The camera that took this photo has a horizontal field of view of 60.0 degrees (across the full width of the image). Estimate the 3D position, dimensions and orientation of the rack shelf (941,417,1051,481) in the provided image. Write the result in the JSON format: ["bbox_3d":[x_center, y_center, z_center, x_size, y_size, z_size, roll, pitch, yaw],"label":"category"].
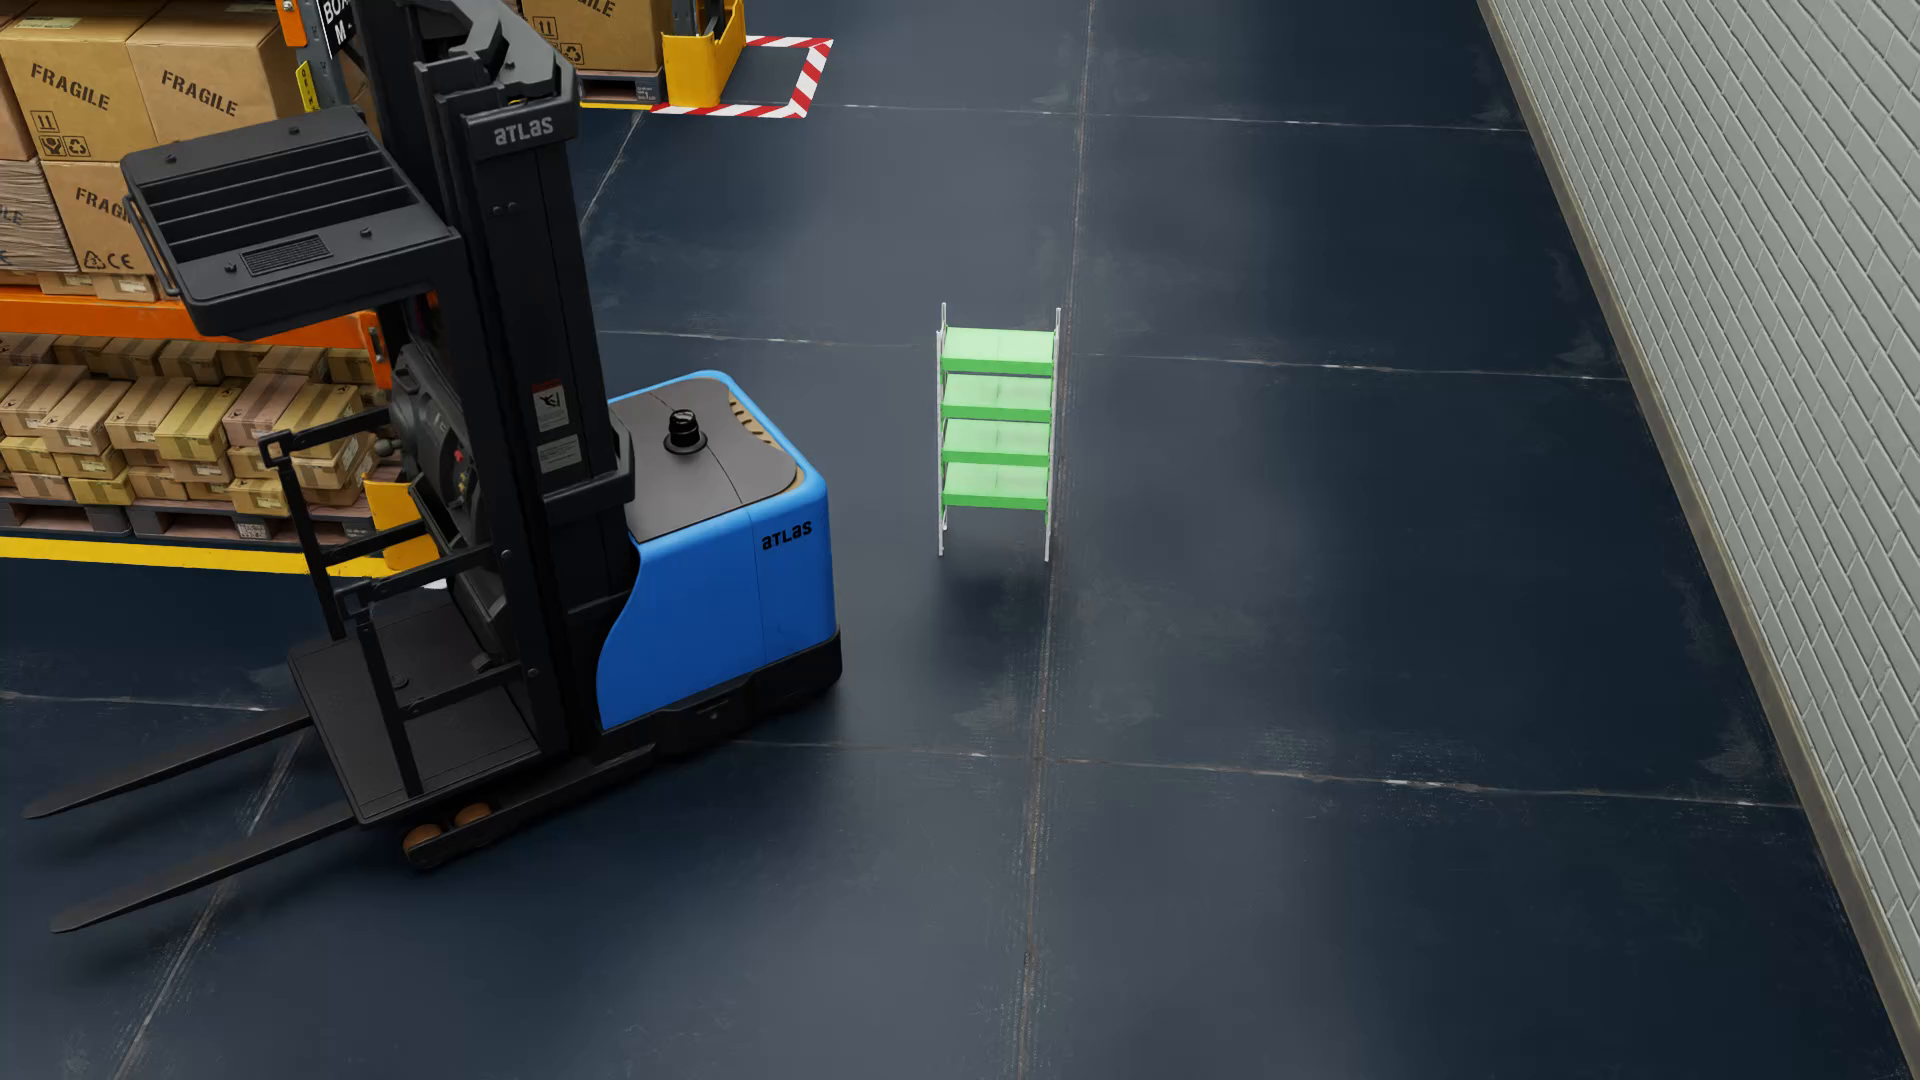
[{"bbox_3d":[0.165,-0.407,7.400,0.480,0.148,0.258,3,39,4],"label":"rack shelf"}]

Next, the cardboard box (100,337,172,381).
[{"bbox_3d":[-3.886,-0.927,7.968,0.250,0.149,0.380,5,39,6],"label":"cardboard box"}]

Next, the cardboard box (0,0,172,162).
[{"bbox_3d":[-3.321,-1.819,6.502,0.500,0.500,0.500,2,39,2],"label":"cardboard box"}]

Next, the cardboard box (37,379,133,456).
[{"bbox_3d":[-3.927,-0.556,7.512,0.250,0.149,0.380,5,39,6],"label":"cardboard box"}]

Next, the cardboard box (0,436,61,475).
[{"bbox_3d":[-4.178,-0.476,7.649,0.250,0.149,0.380,5,39,6],"label":"cardboard box"}]

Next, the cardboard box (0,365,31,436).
[{"bbox_3d":[-4.444,-0.637,7.611,0.250,0.149,0.380,3,39,4],"label":"cardboard box"}]

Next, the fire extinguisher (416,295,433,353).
[{"bbox_3d":[-2.128,-0.903,6.839,0.183,0.674,0.296,3,39,4],"label":"fire extinguisher"}]

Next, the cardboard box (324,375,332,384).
[{"bbox_3d":[-3.107,-0.794,8.040,0.250,0.149,0.380,3,39,4],"label":"cardboard box"}]

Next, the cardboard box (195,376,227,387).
[{"bbox_3d":[-3.604,-0.834,8.089,0.250,0.149,0.380,4,39,5],"label":"cardboard box"}]

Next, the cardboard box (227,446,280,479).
[{"bbox_3d":[-3.145,-0.451,7.618,0.250,0.149,0.380,2,39,3],"label":"cardboard box"}]

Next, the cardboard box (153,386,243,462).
[{"bbox_3d":[-3.402,-0.523,7.470,0.250,0.149,0.380,2,39,3],"label":"cardboard box"}]

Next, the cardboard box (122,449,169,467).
[{"bbox_3d":[-3.666,-0.510,7.690,0.250,0.149,0.380,3,39,3],"label":"cardboard box"}]

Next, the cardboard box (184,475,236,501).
[{"bbox_3d":[-3.402,-0.355,7.735,0.250,0.149,0.380,3,39,4],"label":"cardboard box"}]

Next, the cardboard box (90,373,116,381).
[{"bbox_3d":[-4.151,-0.778,8.019,0.250,0.149,0.380,5,39,6],"label":"cardboard box"}]

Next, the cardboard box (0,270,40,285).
[{"bbox_3d":[-3.964,-1.249,7.108,0.250,0.149,0.380,2,39,2],"label":"cardboard box"}]

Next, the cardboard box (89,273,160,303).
[{"bbox_3d":[-3.440,-1.164,7.003,0.250,0.149,0.380,4,39,5],"label":"cardboard box"}]

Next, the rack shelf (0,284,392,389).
[{"bbox_3d":[-4.331,-1.211,7.432,4.000,0.370,1.077,3,39,4],"label":"rack shelf"}]

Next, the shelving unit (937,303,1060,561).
[{"bbox_3d":[0.165,-0.456,7.360,0.503,1.200,0.258,3,39,4],"label":"shelving unit"}]

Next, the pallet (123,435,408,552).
[{"bbox_3d":[-3.221,-0.370,8.038,1.213,0.211,1.003,3,39,4],"label":"pallet"}]

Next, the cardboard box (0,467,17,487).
[{"bbox_3d":[-4.424,-0.423,7.819,0.250,0.149,0.380,4,39,5],"label":"cardboard box"}]

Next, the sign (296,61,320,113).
[{"bbox_3d":[-2.407,-1.605,6.178,0.005,0.325,0.100,3,39,4],"label":"sign"}]

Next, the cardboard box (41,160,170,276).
[{"bbox_3d":[-3.321,-1.429,6.815,0.500,0.500,0.500,3,39,3],"label":"cardboard box"}]

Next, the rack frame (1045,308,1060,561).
[{"bbox_3d":[0.408,-0.443,7.344,0.015,1.200,0.240,3,39,4],"label":"rack frame"}]

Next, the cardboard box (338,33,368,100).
[{"bbox_3d":[-2.763,-2.115,6.865,0.500,0.500,0.500,3,39,4],"label":"cardboard box"}]

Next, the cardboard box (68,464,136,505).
[{"bbox_3d":[-3.909,-0.334,7.710,0.250,0.149,0.380,1,39,2],"label":"cardboard box"}]

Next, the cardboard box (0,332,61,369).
[{"bbox_3d":[-4.403,-0.924,7.964,0.250,0.149,0.380,3,39,4],"label":"cardboard box"}]

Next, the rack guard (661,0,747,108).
[{"bbox_3d":[-1.786,-3.524,11.684,0.348,0.500,1.175,3,39,4],"label":"rack guard"}]

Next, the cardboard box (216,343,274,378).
[{"bbox_3d":[-3.356,-0.945,7.989,0.250,0.149,0.380,3,39,4],"label":"cardboard box"}]

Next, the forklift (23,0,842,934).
[{"bbox_3d":[-2.017,-0.290,5.784,3.031,2.935,1.130,-21,44,-24],"label":"forklift"}]

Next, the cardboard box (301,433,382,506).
[{"bbox_3d":[-2.881,-0.336,7.712,0.250,0.149,0.380,4,39,5],"label":"cardboard box"}]

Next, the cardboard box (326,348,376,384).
[{"bbox_3d":[-2.831,-0.911,7.948,0.250,0.149,0.380,1,39,2],"label":"cardboard box"}]

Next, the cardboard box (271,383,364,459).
[{"bbox_3d":[-2.888,-0.539,7.490,0.250,0.149,0.380,4,39,4],"label":"cardboard box"}]

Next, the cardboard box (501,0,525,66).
[{"bbox_3d":[-3.361,-3.868,11.476,0.875,0.875,0.875,3,39,4],"label":"cardboard box"}]

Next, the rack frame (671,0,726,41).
[{"bbox_3d":[-1.810,-4.495,10.896,0.127,3.000,1.000,3,39,4],"label":"rack frame"}]

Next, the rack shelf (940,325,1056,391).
[{"bbox_3d":[0.165,-0.779,7.097,0.480,0.148,0.258,3,39,4],"label":"rack shelf"}]
